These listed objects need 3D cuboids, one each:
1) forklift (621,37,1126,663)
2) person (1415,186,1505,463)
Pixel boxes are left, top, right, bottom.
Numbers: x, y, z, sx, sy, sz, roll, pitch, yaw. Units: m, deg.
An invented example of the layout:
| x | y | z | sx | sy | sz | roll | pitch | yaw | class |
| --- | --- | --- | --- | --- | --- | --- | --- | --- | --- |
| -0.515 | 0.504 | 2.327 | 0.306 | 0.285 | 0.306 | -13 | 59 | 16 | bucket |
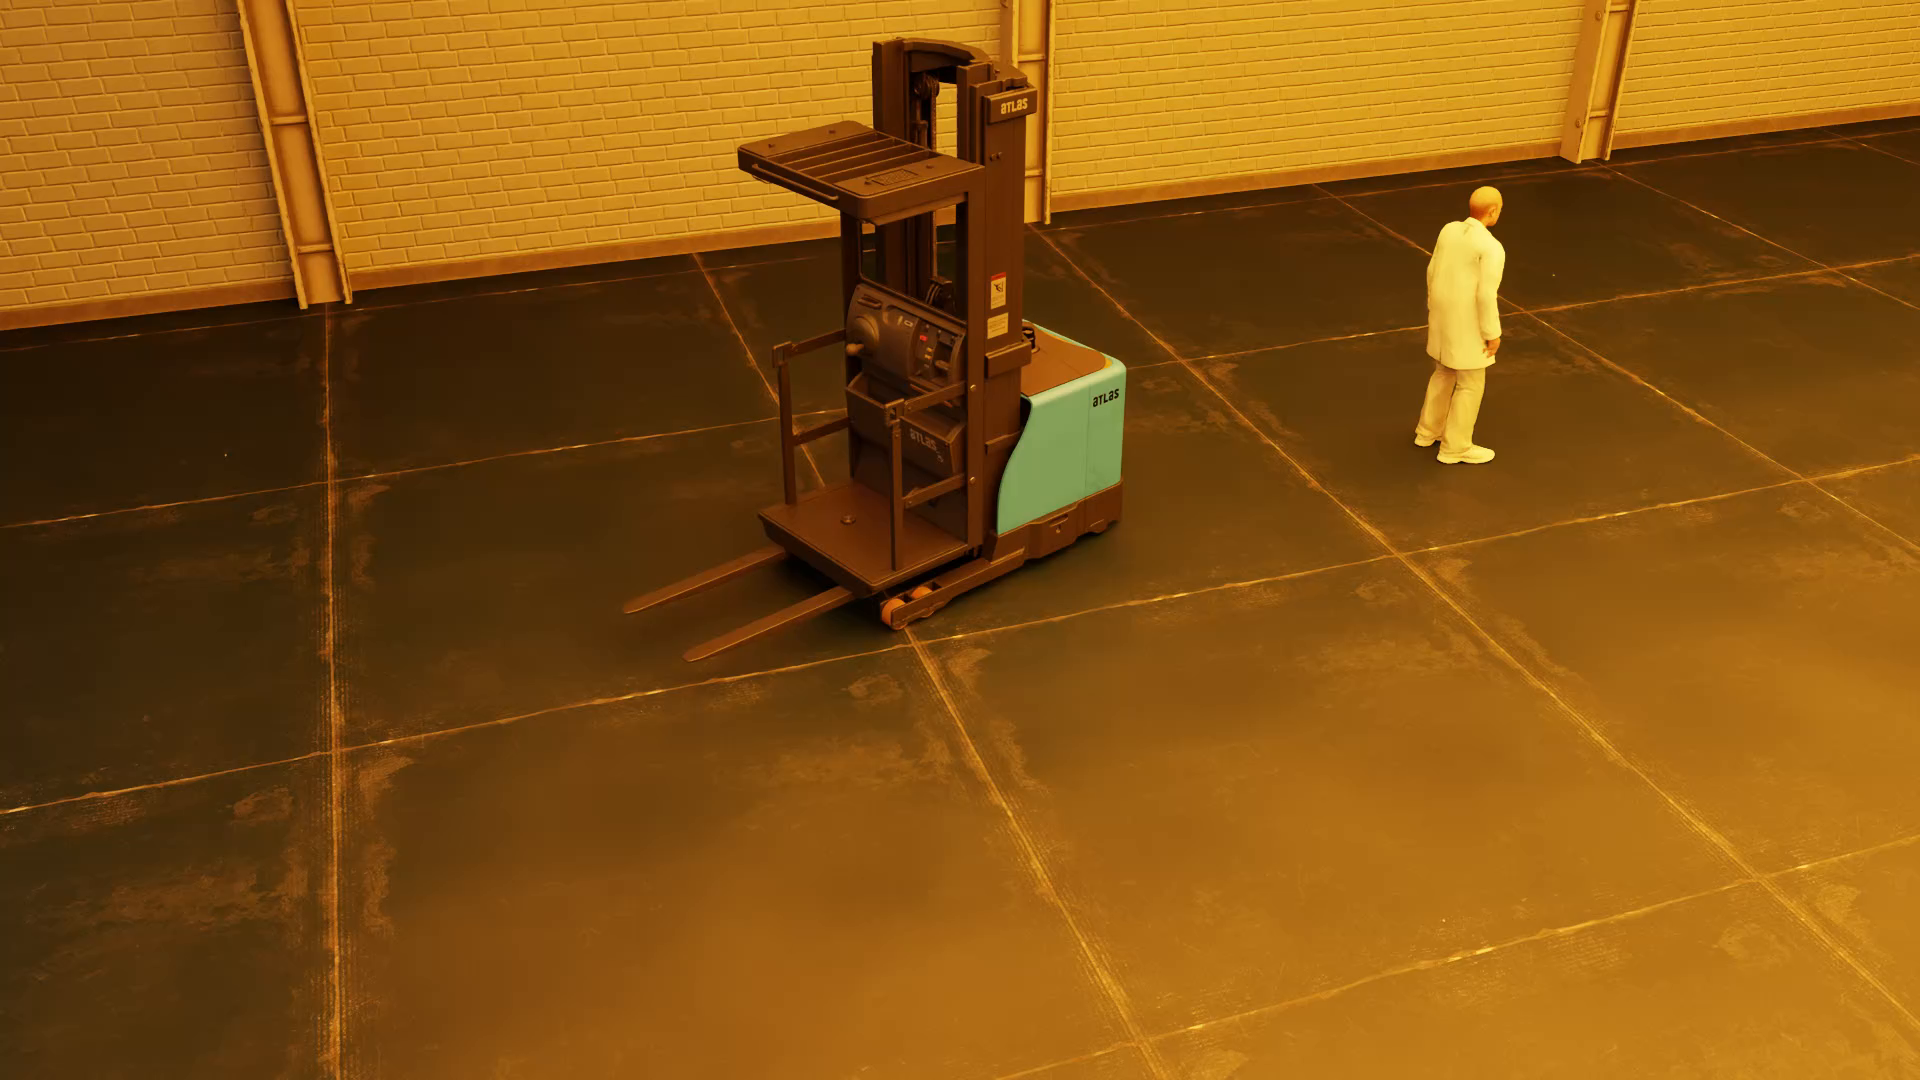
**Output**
| x | y | z | sx | sy | sz | roll | pitch | yaw | class |
| --- | --- | --- | --- | --- | --- | --- | --- | --- | --- |
| -0.461 | -1.072 | 8.951 | 3.031 | 2.935 | 1.130 | -23 | 37 | -34 | forklift |
| 3.224 | -1.388 | 10.661 | 0.435 | 1.773 | 0.651 | -12 | 32 | -20 | person |
